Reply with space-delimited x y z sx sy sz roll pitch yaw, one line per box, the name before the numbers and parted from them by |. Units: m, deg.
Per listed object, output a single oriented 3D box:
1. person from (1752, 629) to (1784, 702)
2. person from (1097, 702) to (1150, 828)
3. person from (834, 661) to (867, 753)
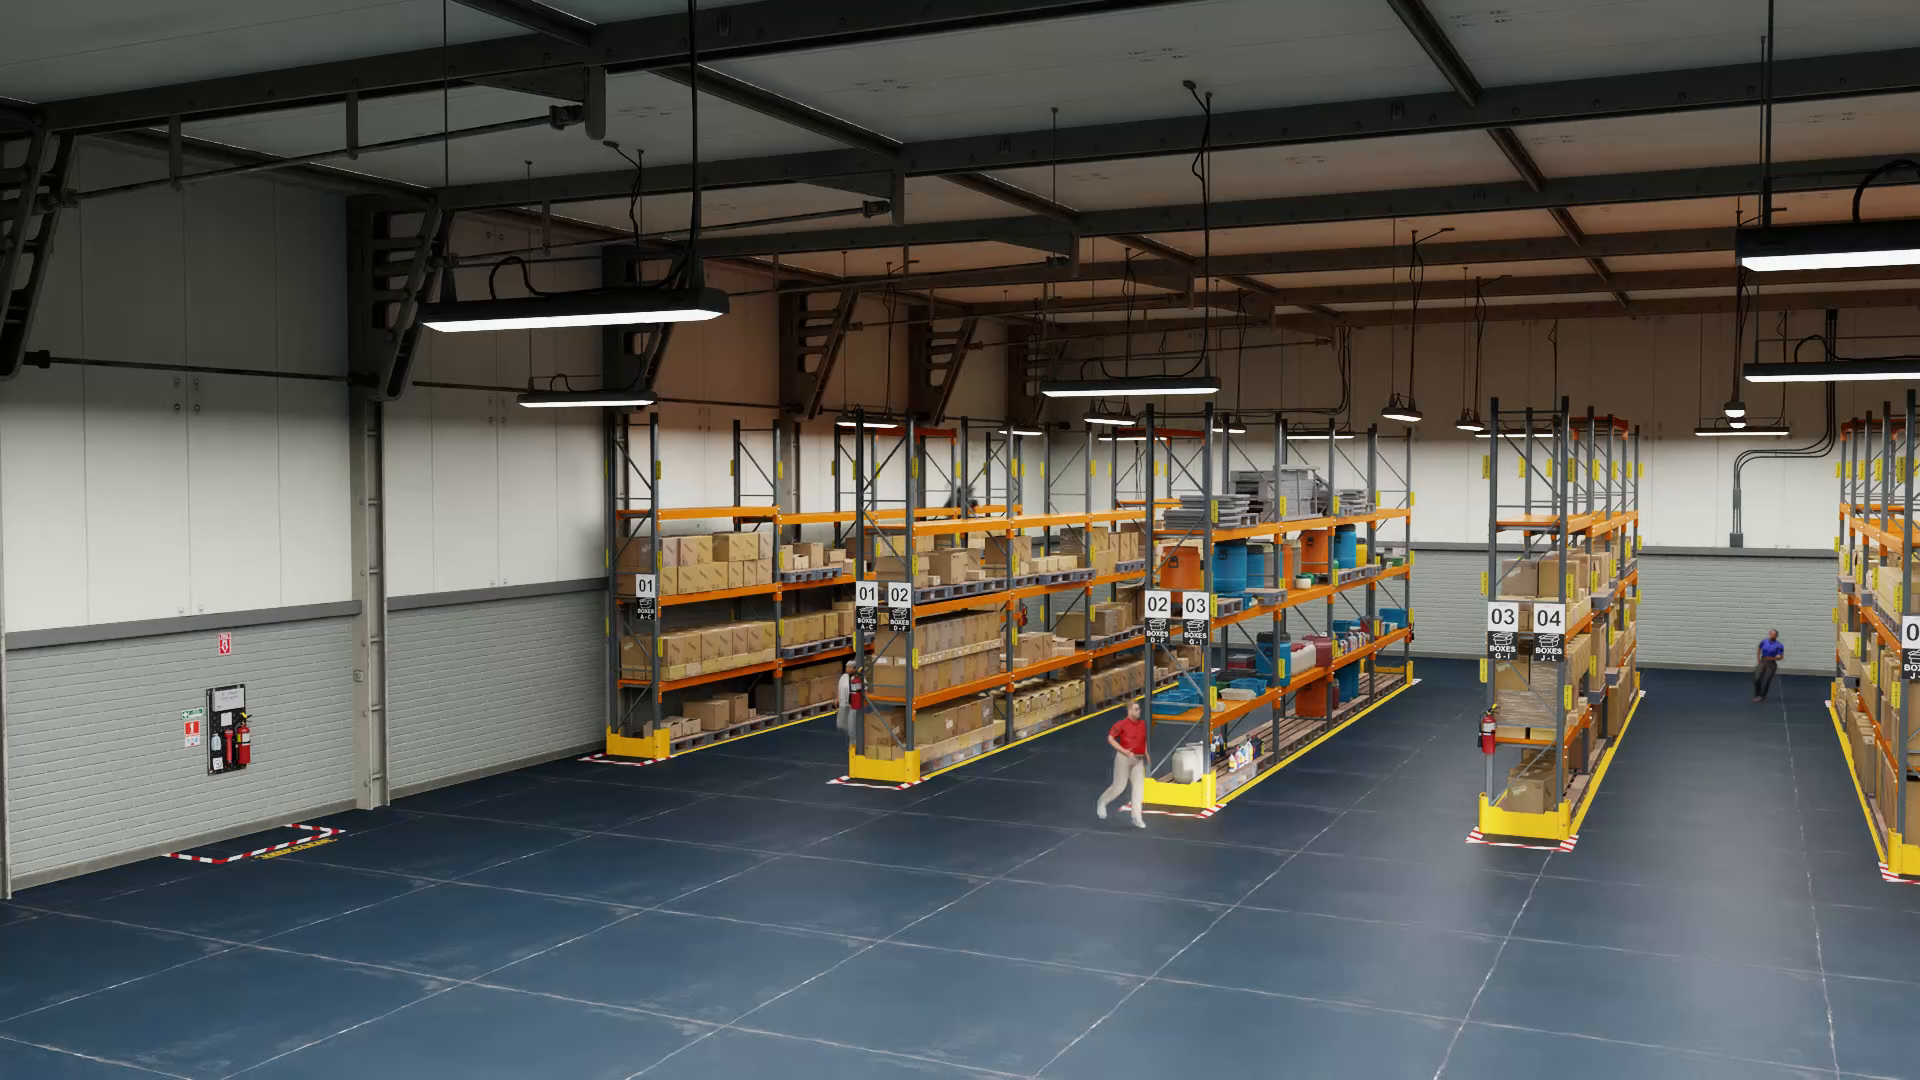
person | 17.307 2.705 35.641 0.654 1.611 0.595 2 3 42
person | 2.449 3.152 23.575 0.731 1.695 0.924 -2 3 -34
person | -1.952 2.969 29.574 0.619 1.624 0.547 1 3 24
